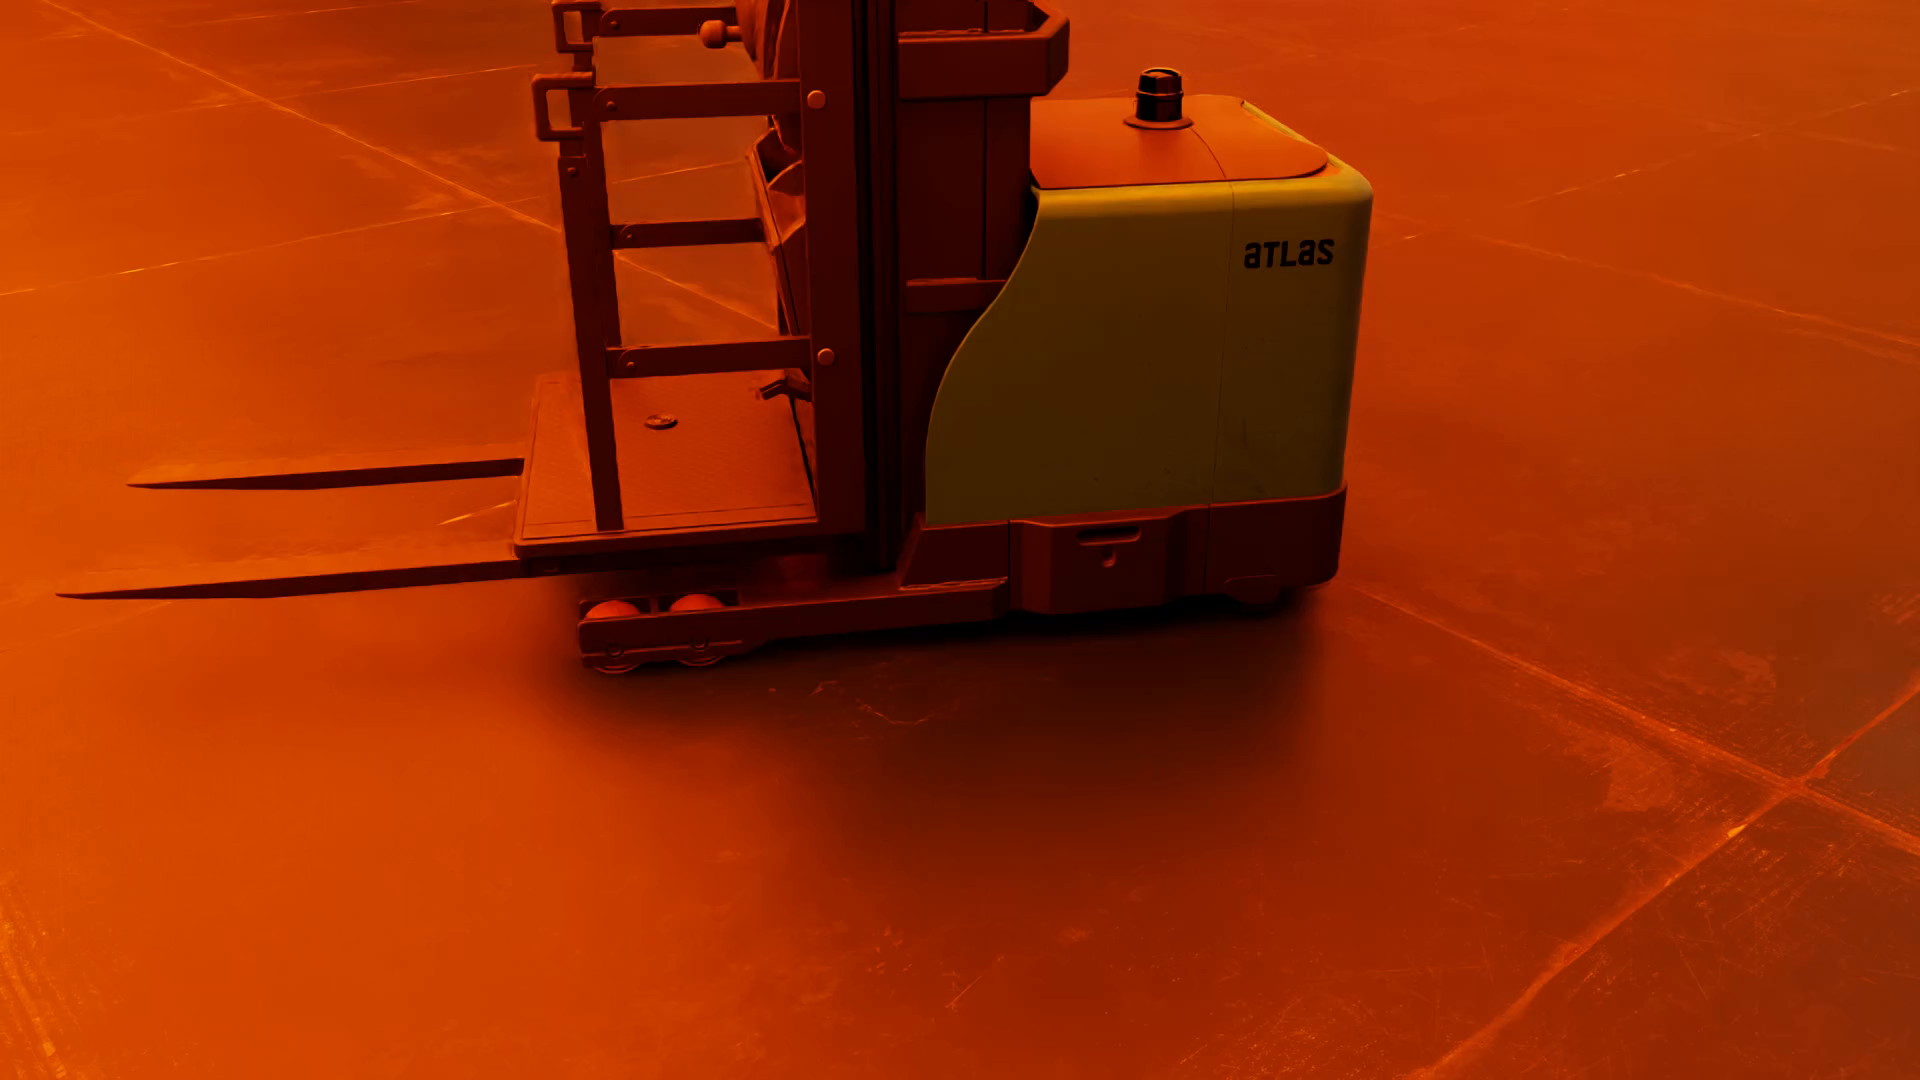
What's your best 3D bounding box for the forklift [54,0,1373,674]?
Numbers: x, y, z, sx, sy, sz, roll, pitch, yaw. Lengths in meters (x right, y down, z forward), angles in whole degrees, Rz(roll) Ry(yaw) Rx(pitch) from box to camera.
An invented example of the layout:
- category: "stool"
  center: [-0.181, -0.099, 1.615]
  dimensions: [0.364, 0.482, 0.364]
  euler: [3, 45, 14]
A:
- category: "forklift"
  center: [-0.615, -1.255, 3.733]
  dimensions: [3.031, 2.935, 1.130]
  euler: [-5, 27, -9]
